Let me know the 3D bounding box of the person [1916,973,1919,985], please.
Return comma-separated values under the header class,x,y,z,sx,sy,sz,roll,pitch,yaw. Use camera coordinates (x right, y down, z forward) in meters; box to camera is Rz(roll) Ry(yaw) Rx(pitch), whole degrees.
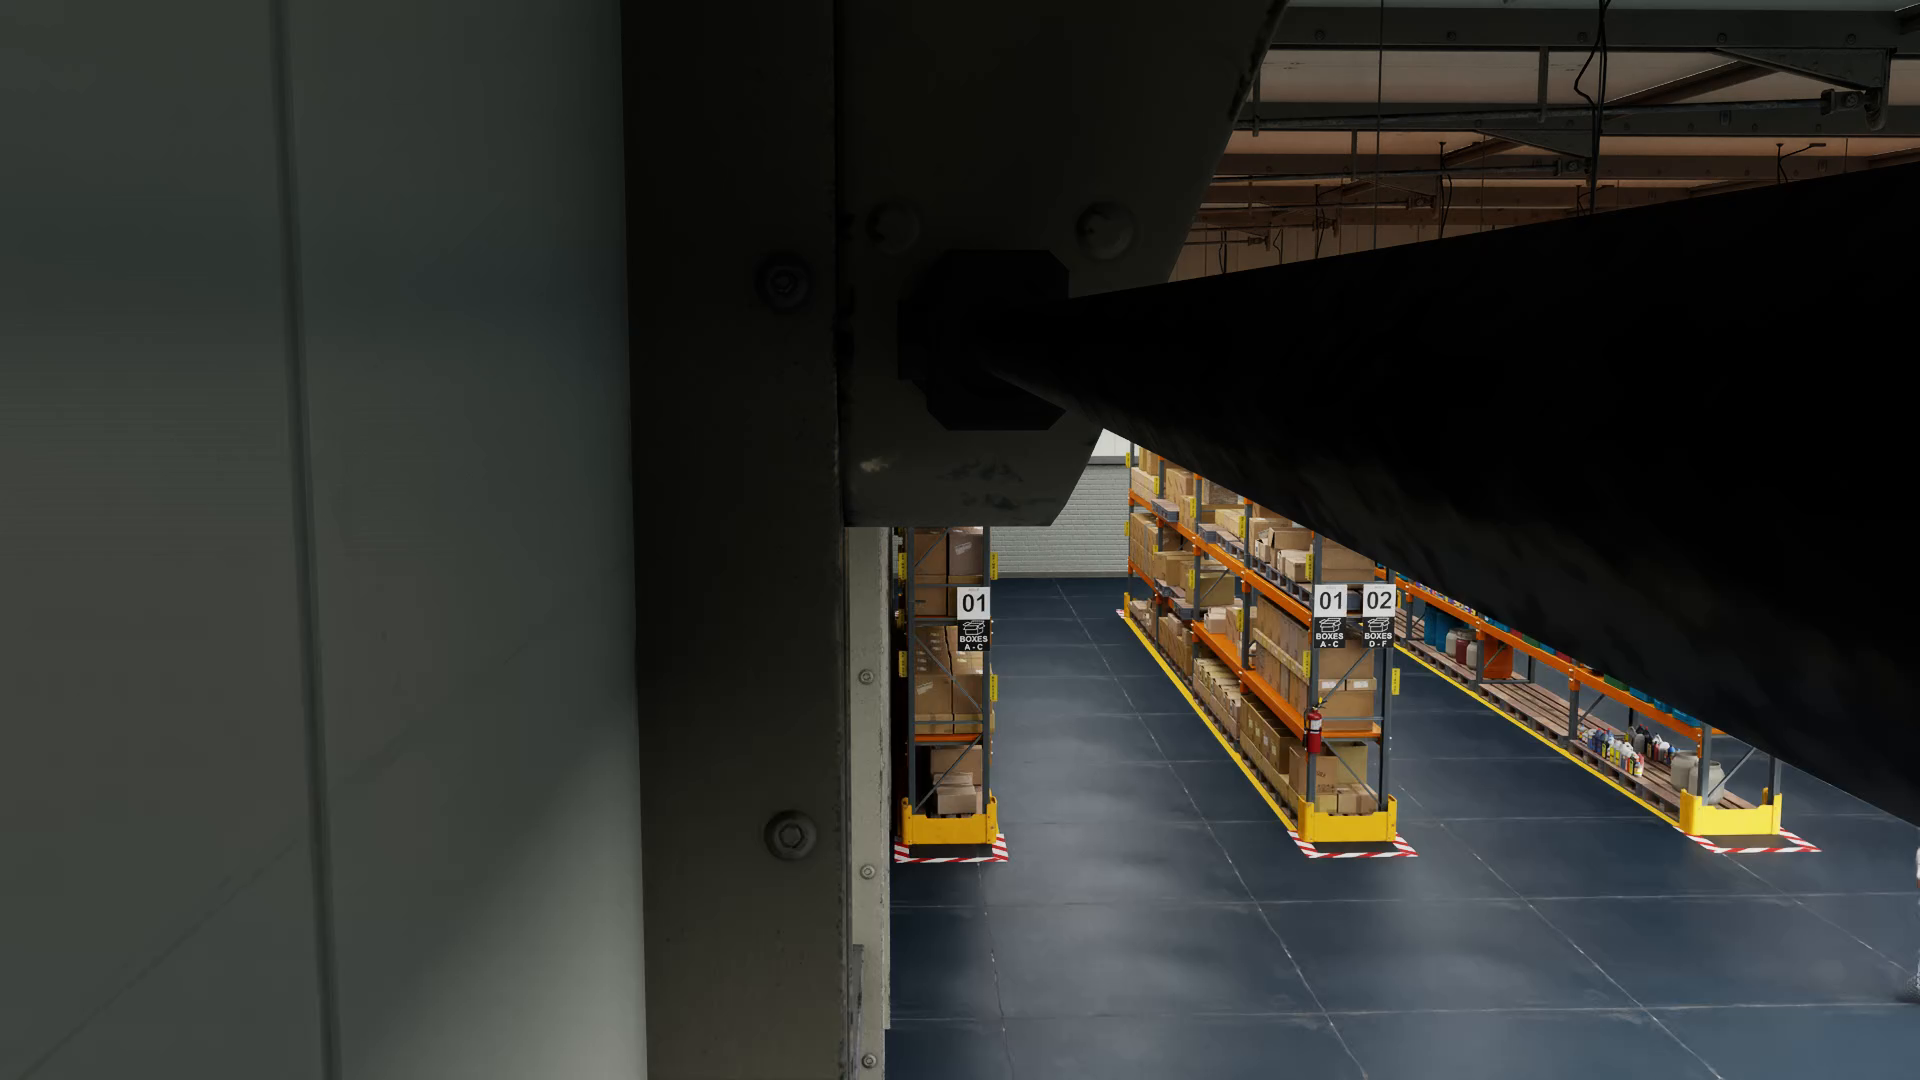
class,x,y,z,sx,sy,sz,roll,pitch,yaw
person,9.408,3.471,15.440,0.827,1.793,0.687,3,8,21
